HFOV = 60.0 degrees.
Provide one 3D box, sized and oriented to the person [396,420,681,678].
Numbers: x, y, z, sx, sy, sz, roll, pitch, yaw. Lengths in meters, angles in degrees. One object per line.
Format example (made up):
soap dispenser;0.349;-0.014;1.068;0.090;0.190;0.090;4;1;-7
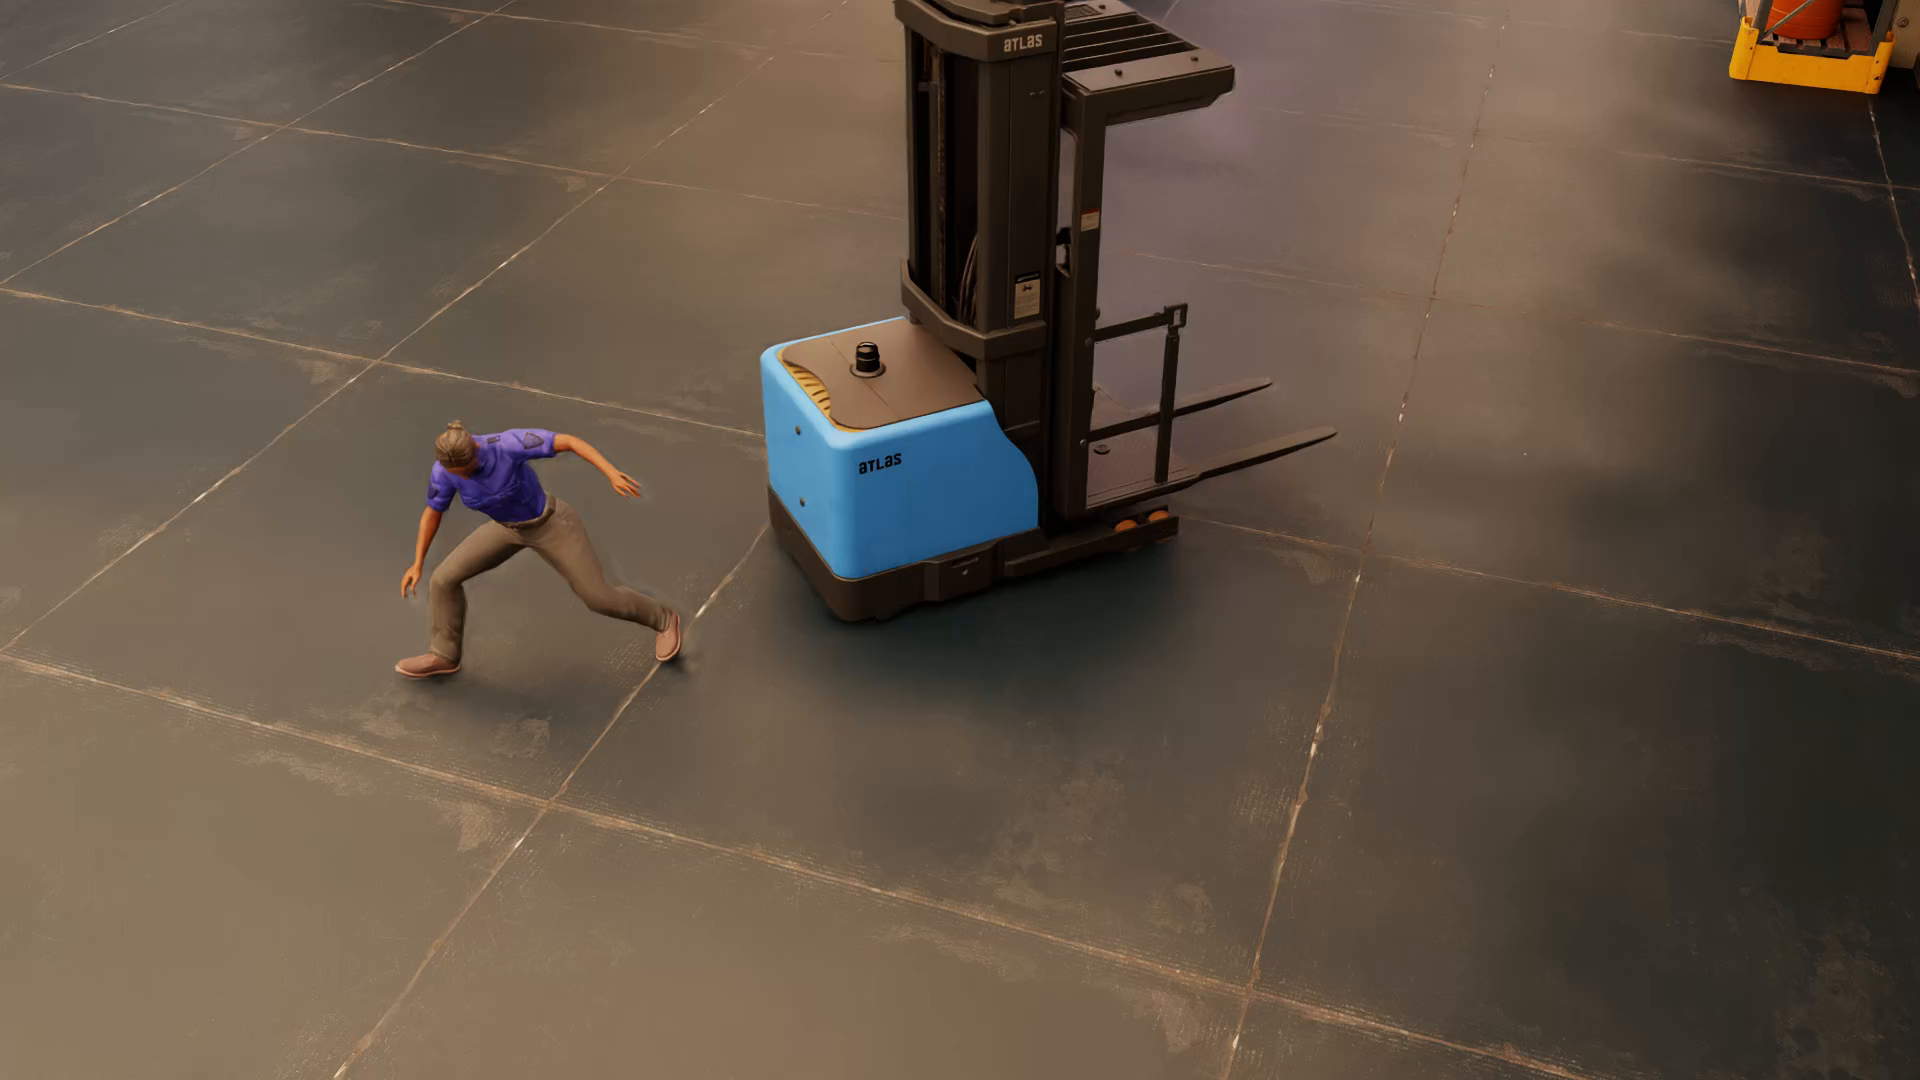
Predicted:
person;-1.933;0.029;7.451;1.199;1.348;0.721;9;36;12

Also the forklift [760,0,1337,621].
forklift;0.562;-1.388;8.069;3.031;2.935;1.130;-16;38;-21
